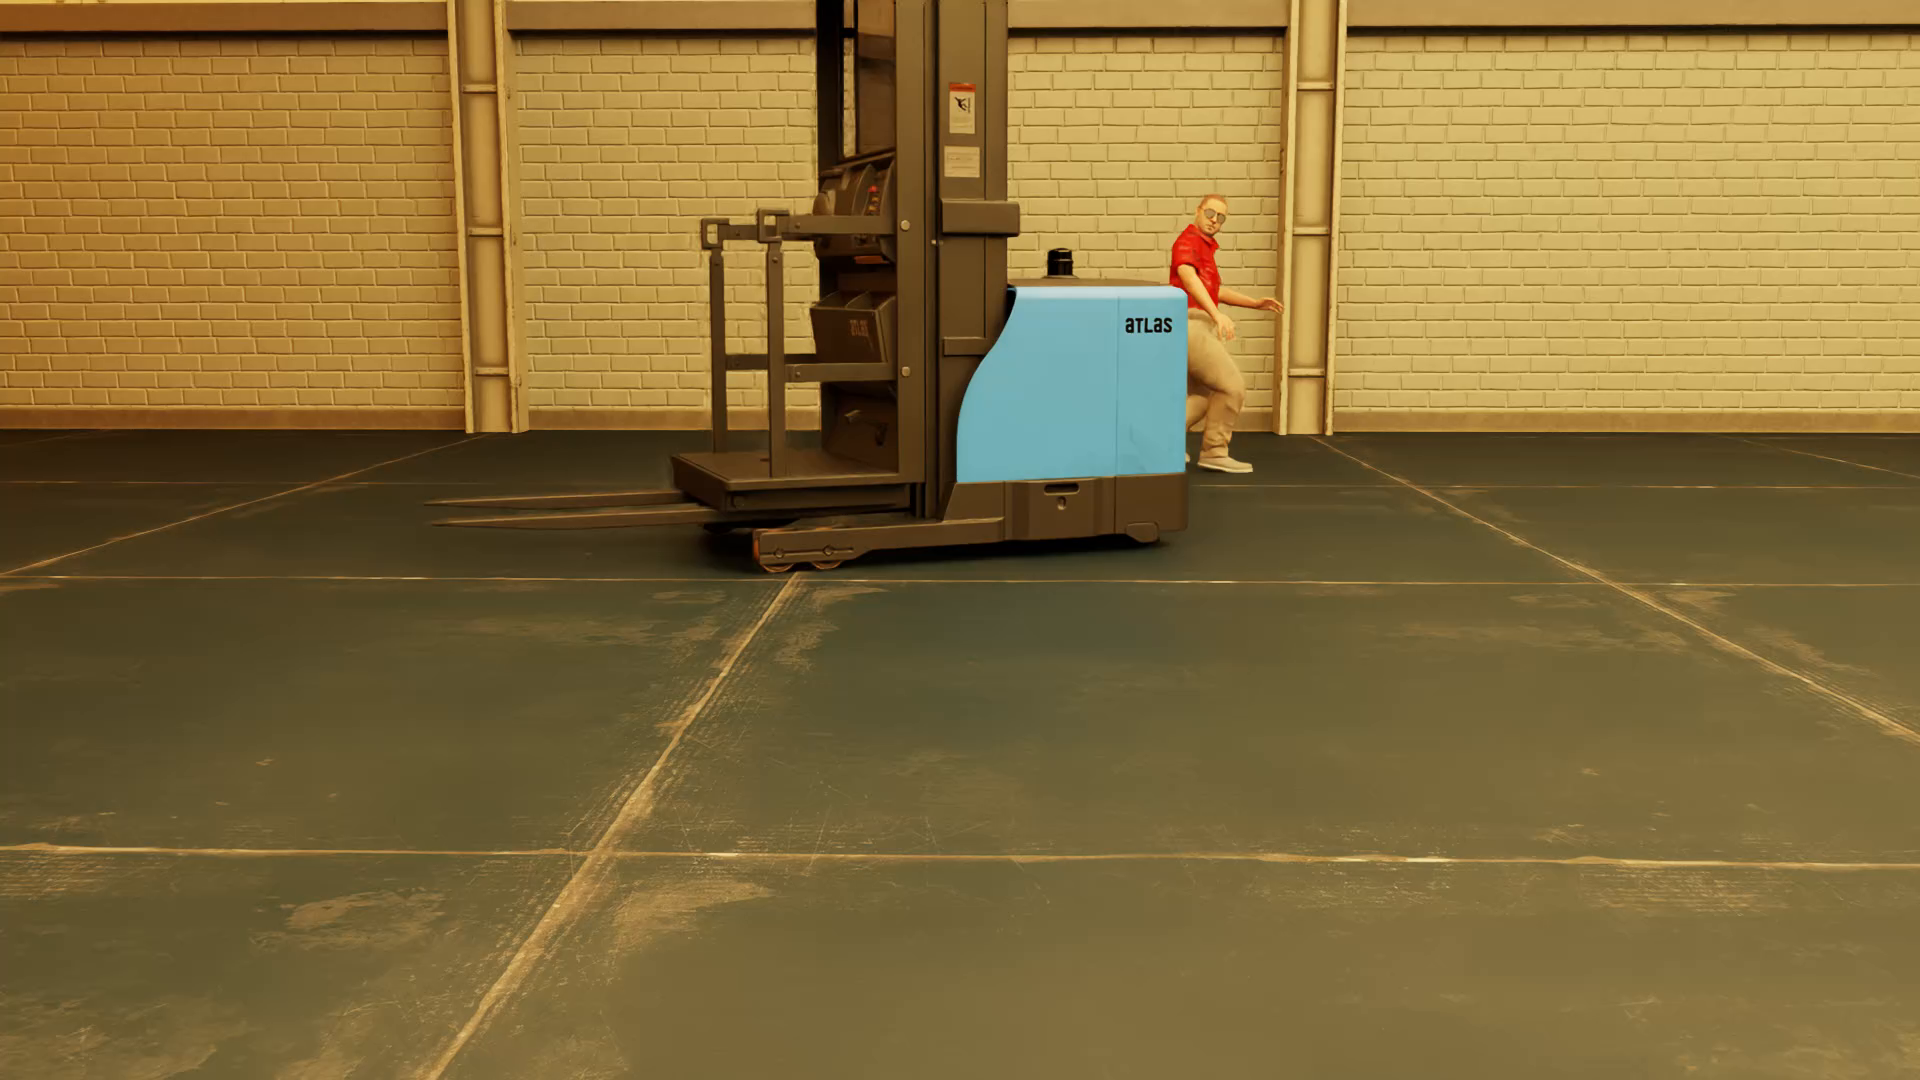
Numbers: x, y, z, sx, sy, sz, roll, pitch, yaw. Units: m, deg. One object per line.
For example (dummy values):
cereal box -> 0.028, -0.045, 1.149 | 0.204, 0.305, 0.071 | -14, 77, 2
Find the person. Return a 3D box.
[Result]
person -> 1.500, -1.254, 9.811 | 0.513, 1.688, 0.747 | 2, 9, 14

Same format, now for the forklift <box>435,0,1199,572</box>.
forklift -> -0.569, -1.416, 6.694 | 3.031, 2.935, 1.130 | -3, 9, -20
